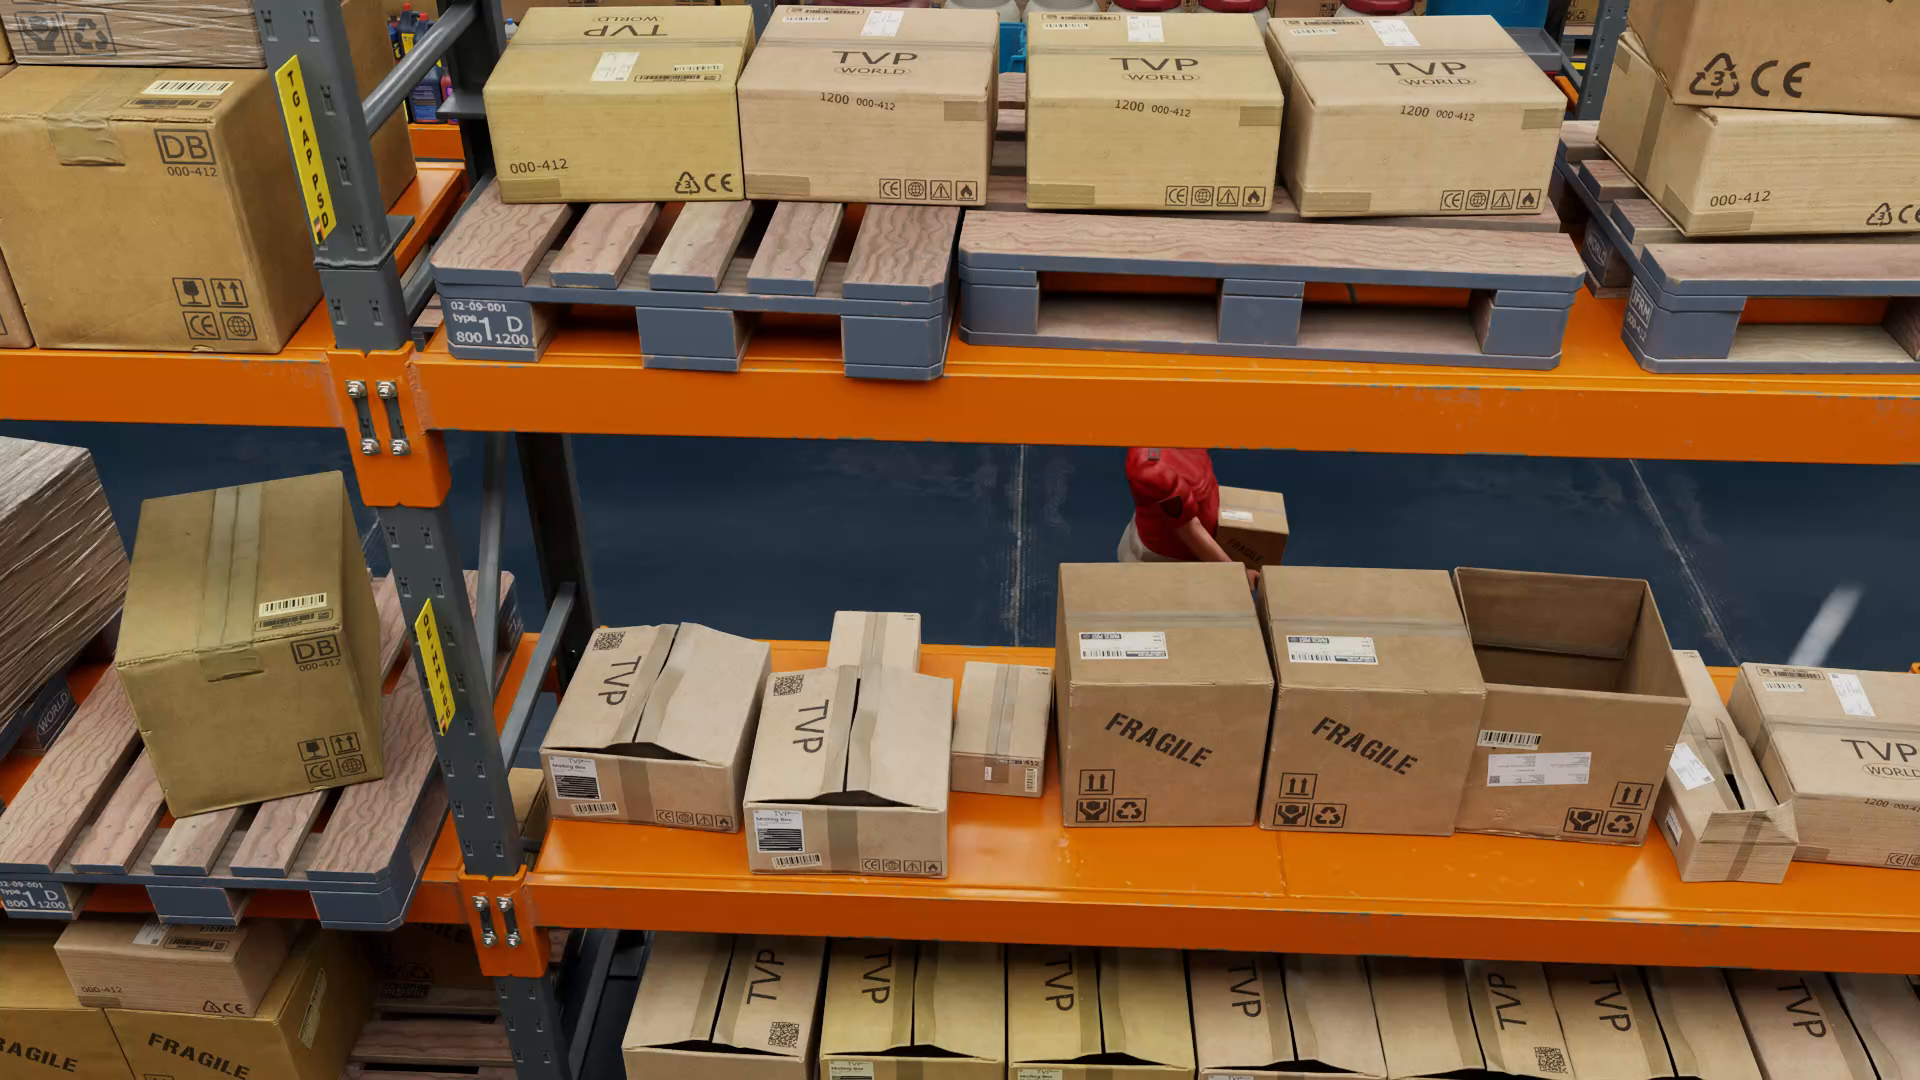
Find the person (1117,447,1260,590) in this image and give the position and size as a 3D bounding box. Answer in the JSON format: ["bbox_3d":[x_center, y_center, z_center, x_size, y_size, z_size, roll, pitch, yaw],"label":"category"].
[{"bbox_3d":[0.833,0.102,6.027,0.530,1.712,0.493,2,36,3],"label":"person"}]
